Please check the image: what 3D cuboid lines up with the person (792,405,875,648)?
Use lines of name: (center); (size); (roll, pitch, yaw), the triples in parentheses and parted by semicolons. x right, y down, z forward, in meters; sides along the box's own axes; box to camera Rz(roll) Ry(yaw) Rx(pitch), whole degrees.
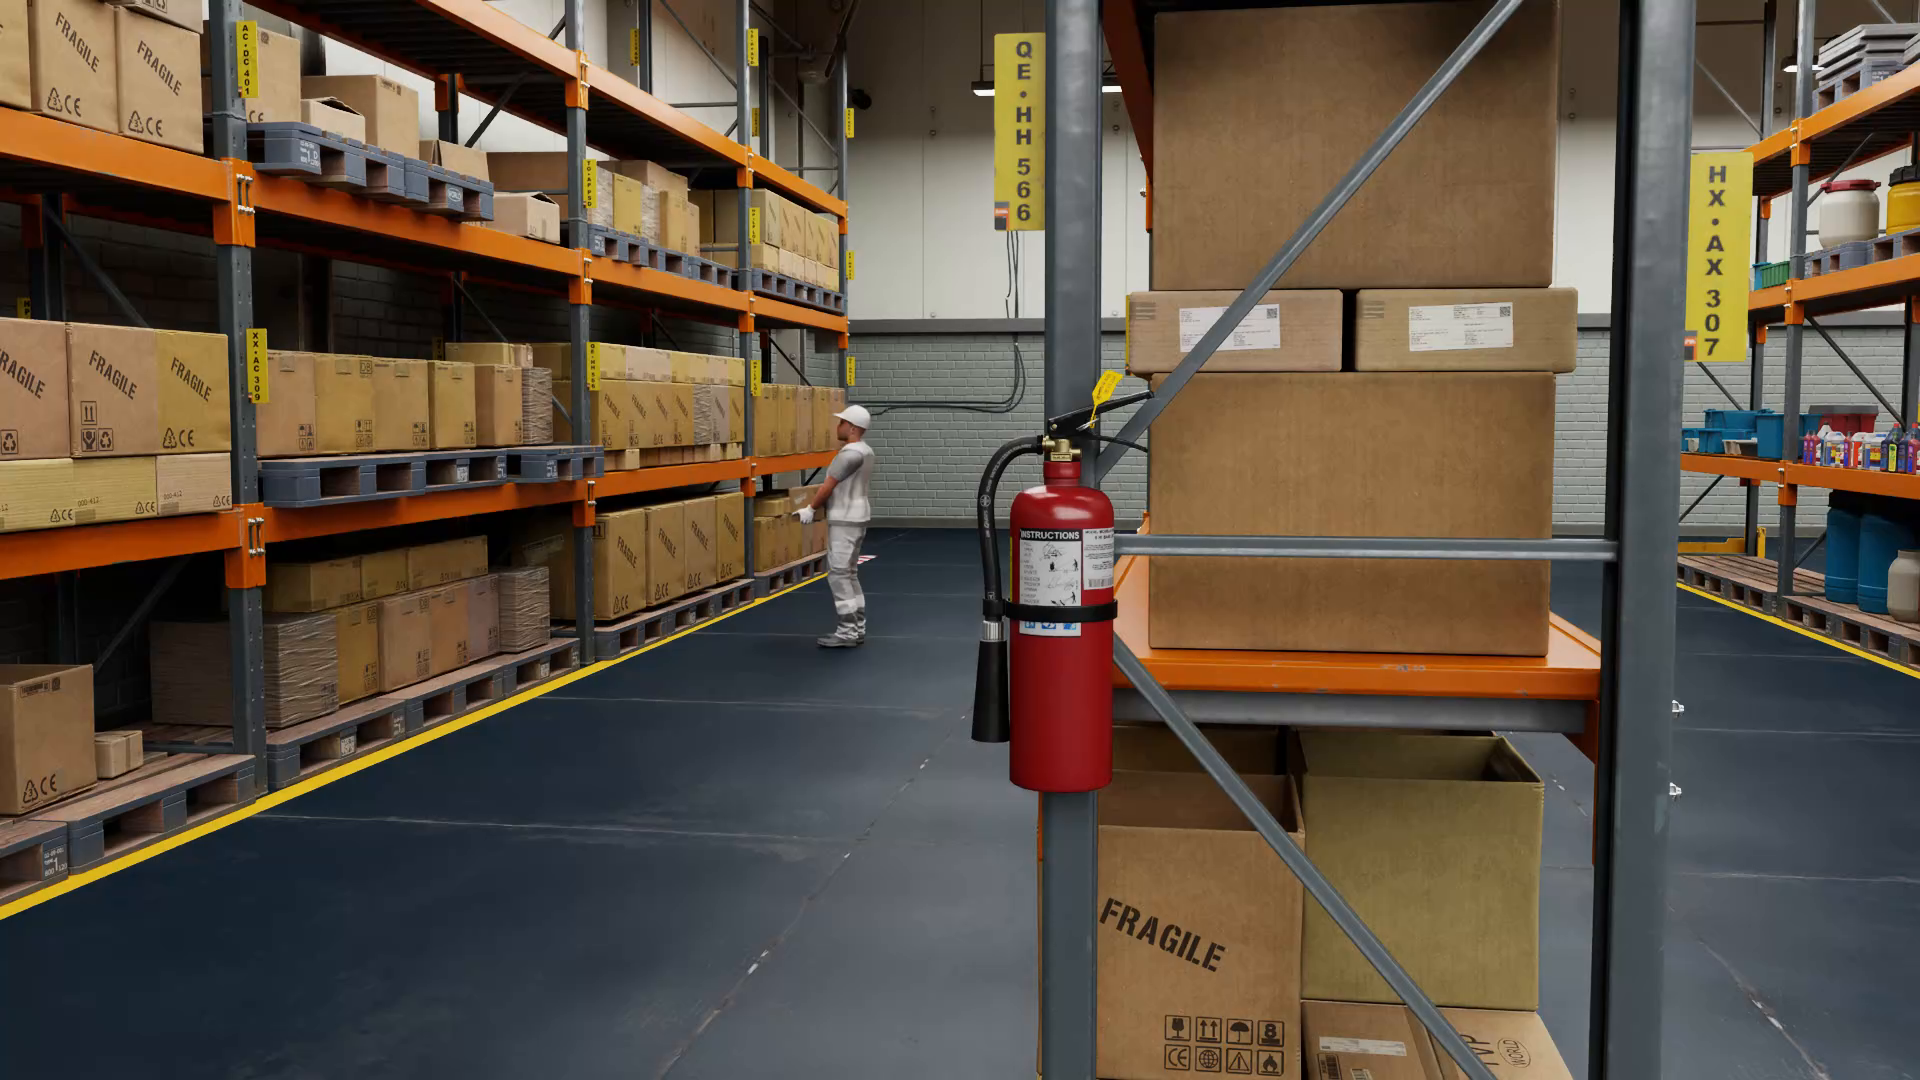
person: (-0.938, -0.105, 12.325); (0.573, 1.782, 0.493); (1, 4, 9)
